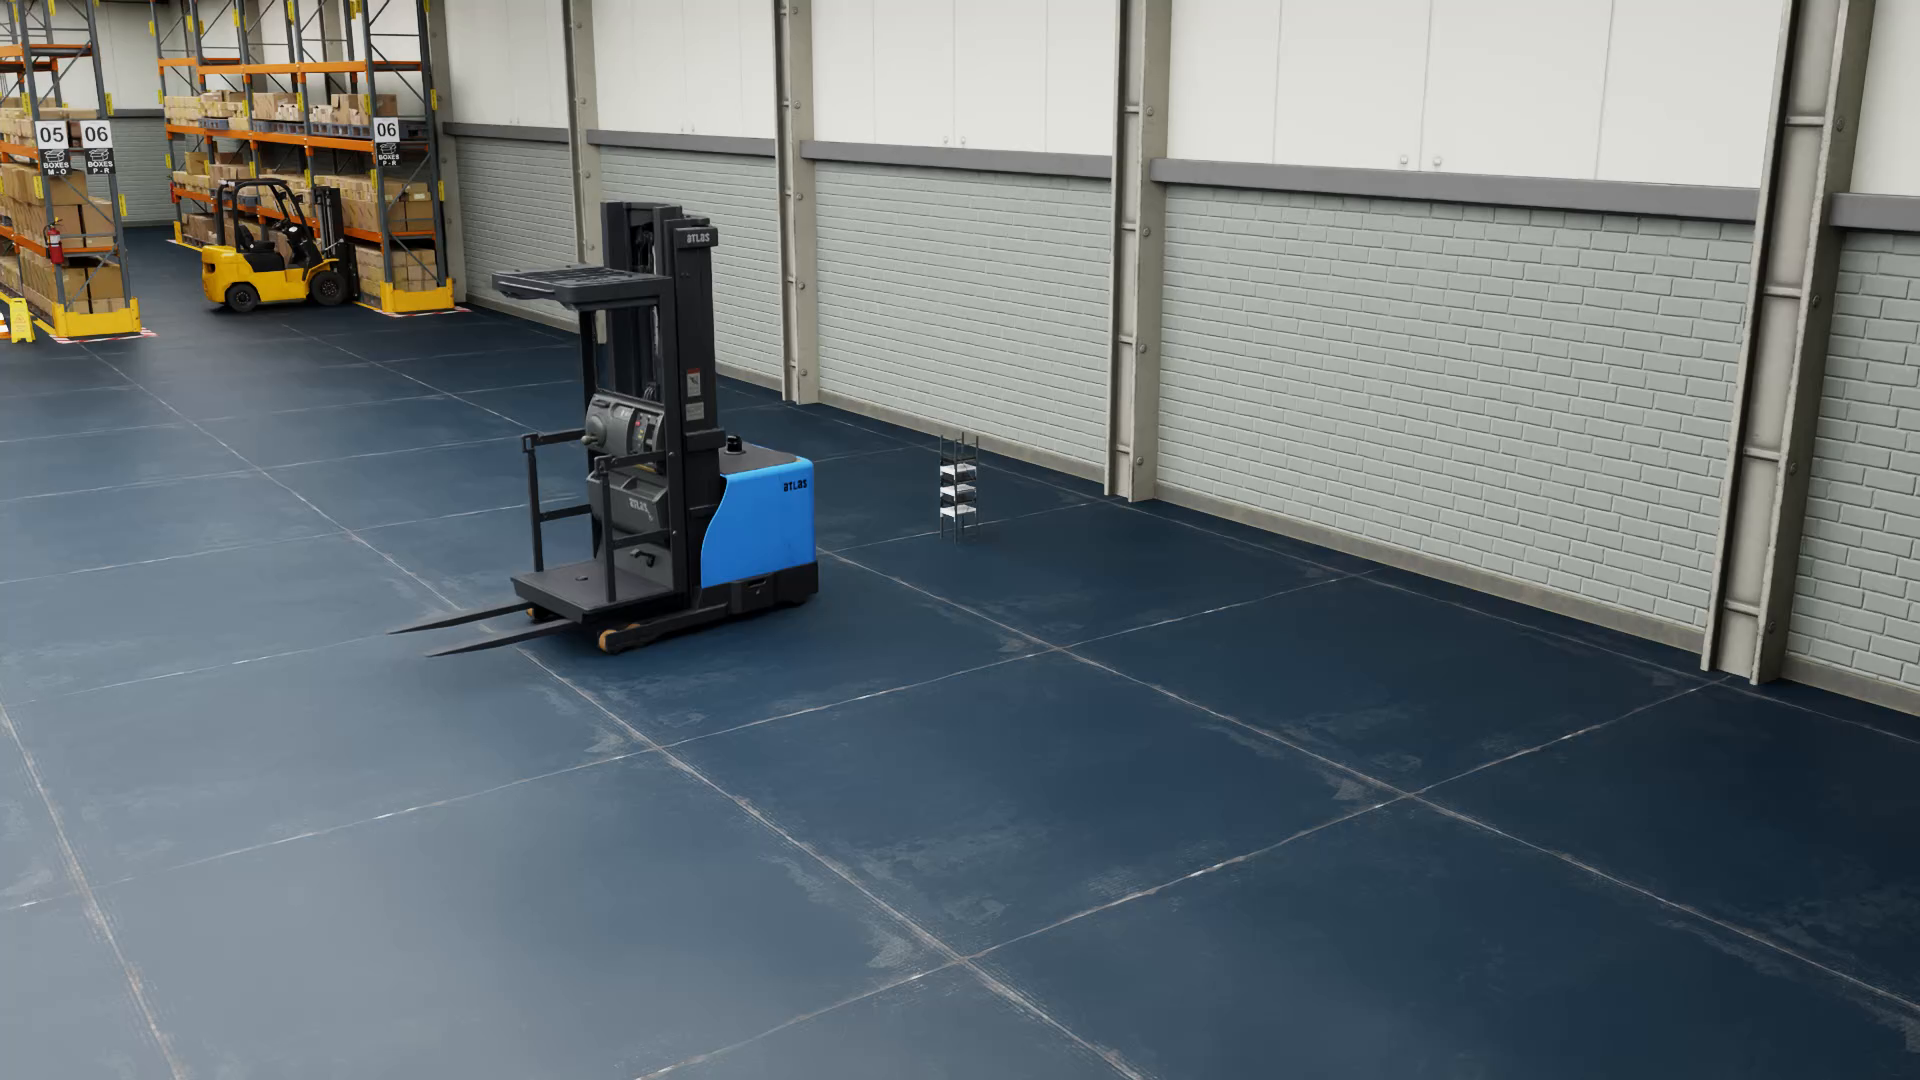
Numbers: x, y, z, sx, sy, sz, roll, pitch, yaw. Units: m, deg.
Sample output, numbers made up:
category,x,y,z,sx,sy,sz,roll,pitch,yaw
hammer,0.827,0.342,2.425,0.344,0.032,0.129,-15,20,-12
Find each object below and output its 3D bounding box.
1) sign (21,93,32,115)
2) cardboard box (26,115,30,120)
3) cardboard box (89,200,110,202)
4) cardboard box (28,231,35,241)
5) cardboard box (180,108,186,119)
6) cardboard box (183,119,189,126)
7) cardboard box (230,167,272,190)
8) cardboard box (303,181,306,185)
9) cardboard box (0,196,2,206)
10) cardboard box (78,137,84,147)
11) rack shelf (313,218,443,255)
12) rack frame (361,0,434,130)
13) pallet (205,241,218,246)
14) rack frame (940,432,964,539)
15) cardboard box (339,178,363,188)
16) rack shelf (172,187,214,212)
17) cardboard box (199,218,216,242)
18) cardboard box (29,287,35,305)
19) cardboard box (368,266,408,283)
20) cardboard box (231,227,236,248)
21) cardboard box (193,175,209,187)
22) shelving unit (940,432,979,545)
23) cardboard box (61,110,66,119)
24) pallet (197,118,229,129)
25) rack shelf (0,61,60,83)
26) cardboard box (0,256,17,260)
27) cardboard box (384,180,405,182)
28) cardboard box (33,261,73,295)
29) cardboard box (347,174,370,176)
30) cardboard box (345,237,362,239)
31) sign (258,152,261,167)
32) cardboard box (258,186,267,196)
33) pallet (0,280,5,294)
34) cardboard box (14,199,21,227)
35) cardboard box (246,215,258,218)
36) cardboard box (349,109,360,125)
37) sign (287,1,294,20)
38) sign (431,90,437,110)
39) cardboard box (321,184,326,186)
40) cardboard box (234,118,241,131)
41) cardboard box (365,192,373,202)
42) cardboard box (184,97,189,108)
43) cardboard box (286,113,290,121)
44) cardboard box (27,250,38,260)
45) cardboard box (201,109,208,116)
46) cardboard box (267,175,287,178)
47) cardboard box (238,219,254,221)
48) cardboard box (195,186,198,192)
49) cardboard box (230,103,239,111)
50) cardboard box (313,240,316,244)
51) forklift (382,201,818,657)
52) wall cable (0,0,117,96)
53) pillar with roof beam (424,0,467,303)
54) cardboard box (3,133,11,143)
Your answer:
category,x,y,z,sx,sy,sz,roll,pitch,yaw
sign,-13.782,-6.436,24.550,0.100,0.325,0.005,-11,19,-35
cardboard box,-14.044,-6.493,25.402,0.380,0.149,0.250,-11,19,-35
cardboard box,-13.683,-5.090,26.239,0.500,0.500,0.500,-10,18,-33
cardboard box,-14.832,-4.936,26.905,0.380,0.149,0.250,-11,19,-35
cardboard box,-17.747,-9.889,38.565,0.500,0.250,0.500,-11,19,-35
cardboard box,-17.743,-9.659,38.477,0.380,0.149,0.250,-10,18,-33
cardboard box,-15.122,-7.696,35.521,0.797,0.503,0.637,-11,19,-36
cardboard box,-12.308,-6.782,31.755,0.380,0.149,0.250,-11,19,-35
cardboard box,-16.721,-6.172,29.398,0.500,0.500,0.500,-10,18,-33
cardboard box,-13.254,-6.091,25.442,0.380,0.149,0.250,-11,19,-34
rack shelf,-10.484,-5.496,29.836,1.077,0.370,4.000,-11,19,-35
rack frame,-9.308,-8.309,27.388,1.000,3.000,0.127,-11,19,-35
pallet,-16.767,-6.780,38.447,1.003,0.211,1.213,-11,19,-35
rack frame,-0.065,-0.457,14.043,0.240,0.900,0.006,-11,19,-35
cardboard box,-10.891,-6.397,29.786,0.380,0.149,0.250,-11,19,-35
rack shelf,-17.540,-8.058,39.198,1.077,0.370,4.000,-11,19,-35
cardboard box,-17.351,-7.273,38.908,0.700,0.500,0.500,-12,19,-37
cardboard box,-15.222,-4.095,27.767,0.500,0.250,0.500,-10,18,-31
cardboard box,-9.847,-4.588,28.624,0.500,0.250,0.500,-11,19,-35
cardboard box,-15.651,-6.617,36.510,0.500,0.500,0.500,-12,19,-36
cardboard box,-17.450,-8.333,38.561,0.500,0.250,0.500,-11,19,-35
shelving unit,-0.005,-0.436,13.964,0.258,0.900,0.210,-11,19,-35
cardboard box,-13.526,-6.513,25.475,0.380,0.149,0.250,-11,19,-35
pallet,-16.037,-9.184,36.623,1.213,0.211,1.003,-11,19,-35
rack shelf,-16.849,-8.279,29.399,1.077,0.370,4.000,-11,19,-35
cardboard box,-17.701,-5.165,31.449,0.950,0.372,0.625,-12,20,-38
cardboard box,-9.935,-6.248,29.240,0.380,0.149,0.250,-10,18,-33
cardboard box,-14.604,-4.233,26.851,0.500,0.500,0.500,-11,19,-36
cardboard box,-11.228,-6.753,31.085,0.380,0.149,0.250,-11,19,-34
cardboard box,-11.214,-5.553,31.202,0.500,0.250,0.500,-10,18,-33
sign,-15.917,-8.623,37.707,0.100,0.325,0.005,-11,19,-35
cardboard box,-13.969,-7.156,33.877,0.500,0.250,0.500,-11,19,-35
pallet,-17.567,-4.840,31.361,1.003,0.211,1.213,-11,19,-35
cardboard box,-15.326,-5.449,27.551,0.500,0.500,0.500,-11,19,-35
cardboard box,-15.914,-7.254,37.608,0.380,0.149,0.250,-12,19,-37
cardboard box,-10.190,-7.232,28.405,0.396,0.266,0.258,-11,19,-34
sign,-12.092,-9.565,30.058,0.100,0.325,0.005,-11,19,-35
sign,-8.856,-7.407,27.969,0.100,0.325,0.005,-11,19,-35
cardboard box,-11.532,-6.467,30.603,0.380,0.149,0.250,-10,18,-33
cardboard box,-14.806,-8.677,34.700,0.500,0.250,0.500,-11,19,-34
cardboard box,-9.913,-5.857,28.376,0.380,0.149,0.250,-11,18,-34
cardboard box,-17.452,-10.024,38.109,0.500,0.250,0.500,-10,18,-34
cardboard box,-12.552,-8.034,31.555,0.380,0.149,0.250,-11,19,-35
cardboard box,-15.055,-4.679,27.253,0.380,0.149,0.250,-10,18,-31
cardboard box,-16.386,-9.368,36.431,0.380,0.149,0.250,-11,19,-34
cardboard box,-13.733,-7.263,33.514,0.380,0.149,0.250,-10,18,-33
cardboard box,-15.694,-6.954,36.512,0.380,0.149,0.250,-11,19,-35
cardboard box,-17.649,-8.218,38.895,0.380,0.149,0.250,-11,19,-35
cardboard box,-15.066,-9.085,34.871,0.380,0.149,0.250,-11,19,-36
cardboard box,-11.976,-5.436,31.960,0.875,0.625,0.625,-10,18,-32
forklift,-2.486,-0.796,11.432,3.031,2.935,1.130,-14,20,-41
wall cable,-23.416,-12.684,43.301,2.988,3.039,0.133,-11,19,-35
pillar with roof beam,-12.471,-7.929,26.001,9.100,9.000,0.400,-11,19,-35
cardboard box,-15.582,-6.654,27.501,0.380,0.149,0.250,-11,19,-34
